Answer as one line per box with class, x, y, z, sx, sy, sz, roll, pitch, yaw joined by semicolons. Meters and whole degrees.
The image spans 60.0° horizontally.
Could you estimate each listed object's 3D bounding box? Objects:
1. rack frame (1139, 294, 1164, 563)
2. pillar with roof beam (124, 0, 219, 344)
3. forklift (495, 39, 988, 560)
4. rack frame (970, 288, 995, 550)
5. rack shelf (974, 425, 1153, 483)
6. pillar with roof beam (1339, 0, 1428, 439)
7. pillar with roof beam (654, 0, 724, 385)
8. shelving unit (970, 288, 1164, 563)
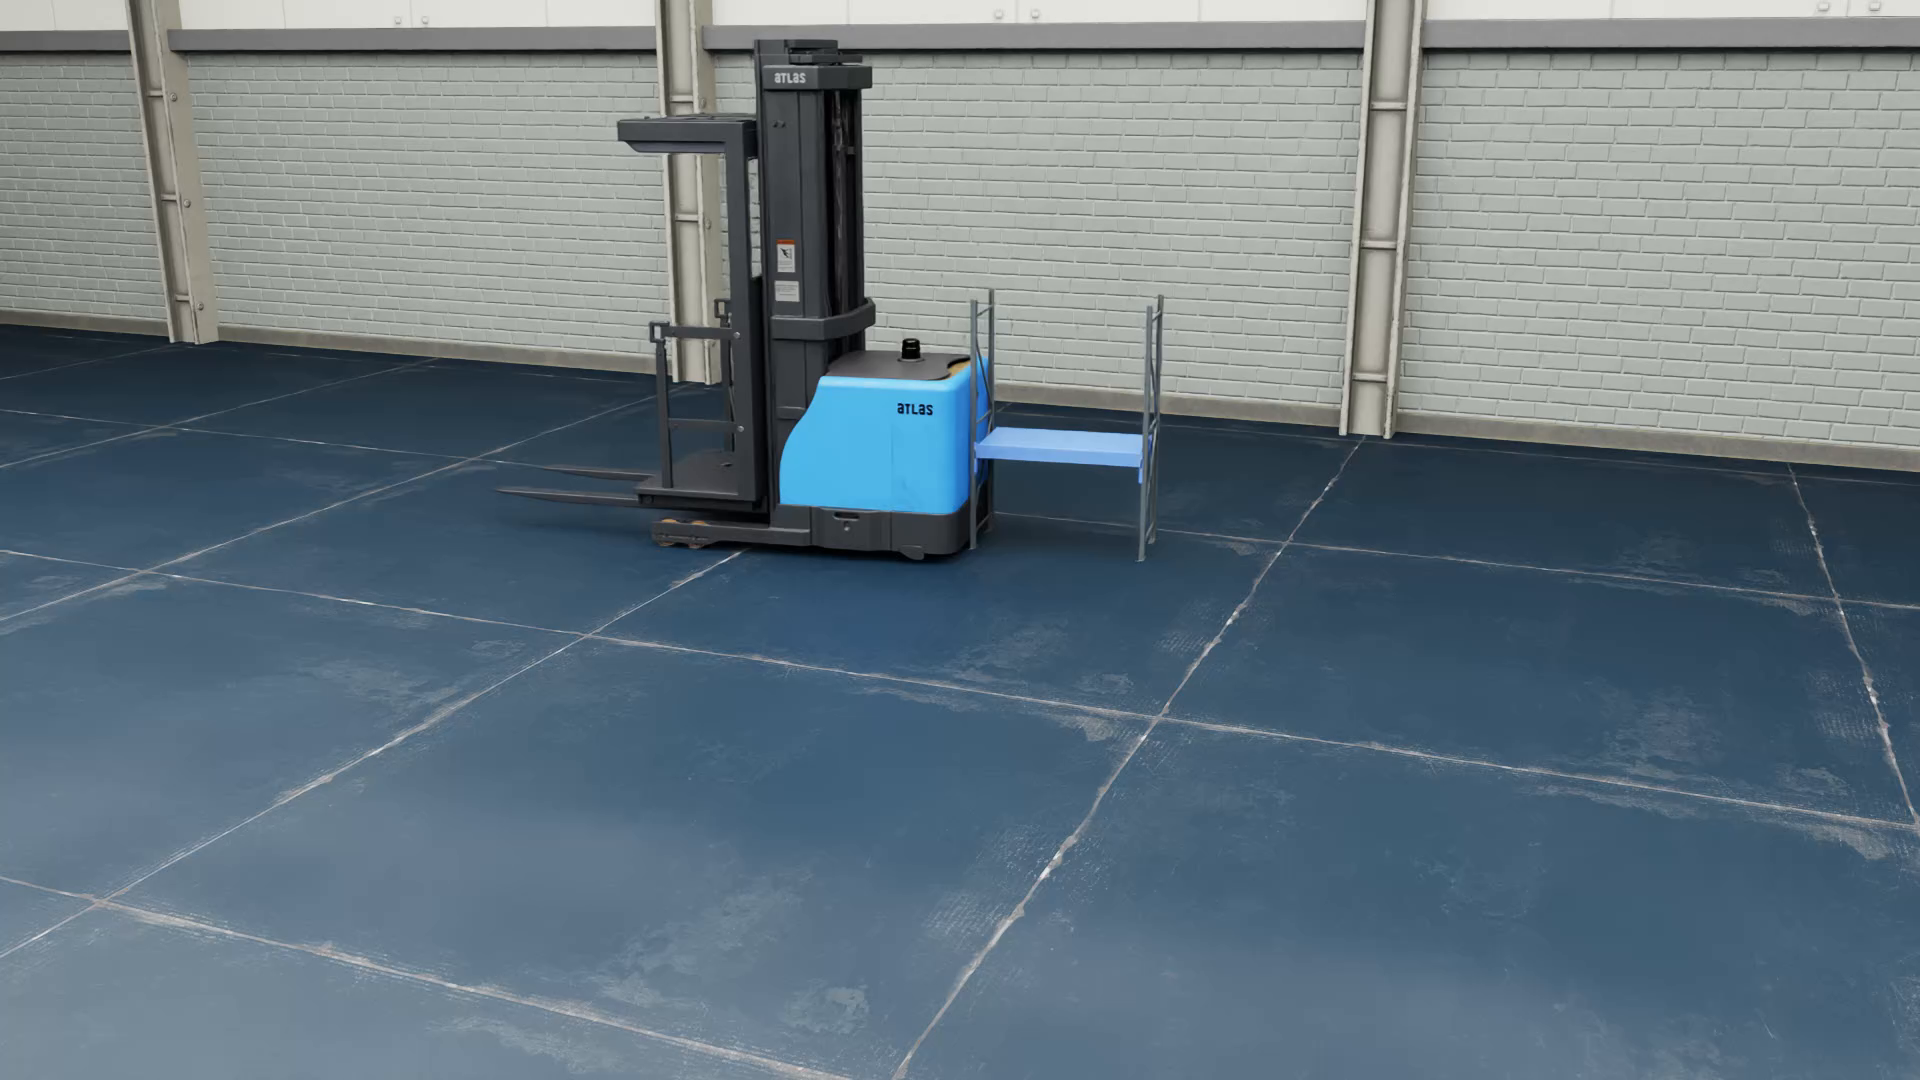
rack frame;1.121;-0.657;9.746;0.032;1.500;0.500;4;17;14
pillar with roof beam;-9.537;-5.277;12.209;0.400;9.000;9.100;6;17;21
forklift;-1.373;-1.492;10.056;3.031;2.935;1.130;4;17;14
rack frame;0.136;-0.726;9.985;0.032;1.500;0.500;4;17;14
rack shelf;0.629;-0.519;9.916;1.000;0.185;0.538;4;17;14
pillar with roof beam;1.626;-4.049;7.981;0.400;9.000;9.100;6;17;21
pillar with roof beam;-3.956;-4.663;10.095;0.400;9.000;9.100;6;17;21
shelving unit;0.629;-0.692;9.866;1.048;1.500;0.538;4;17;14
